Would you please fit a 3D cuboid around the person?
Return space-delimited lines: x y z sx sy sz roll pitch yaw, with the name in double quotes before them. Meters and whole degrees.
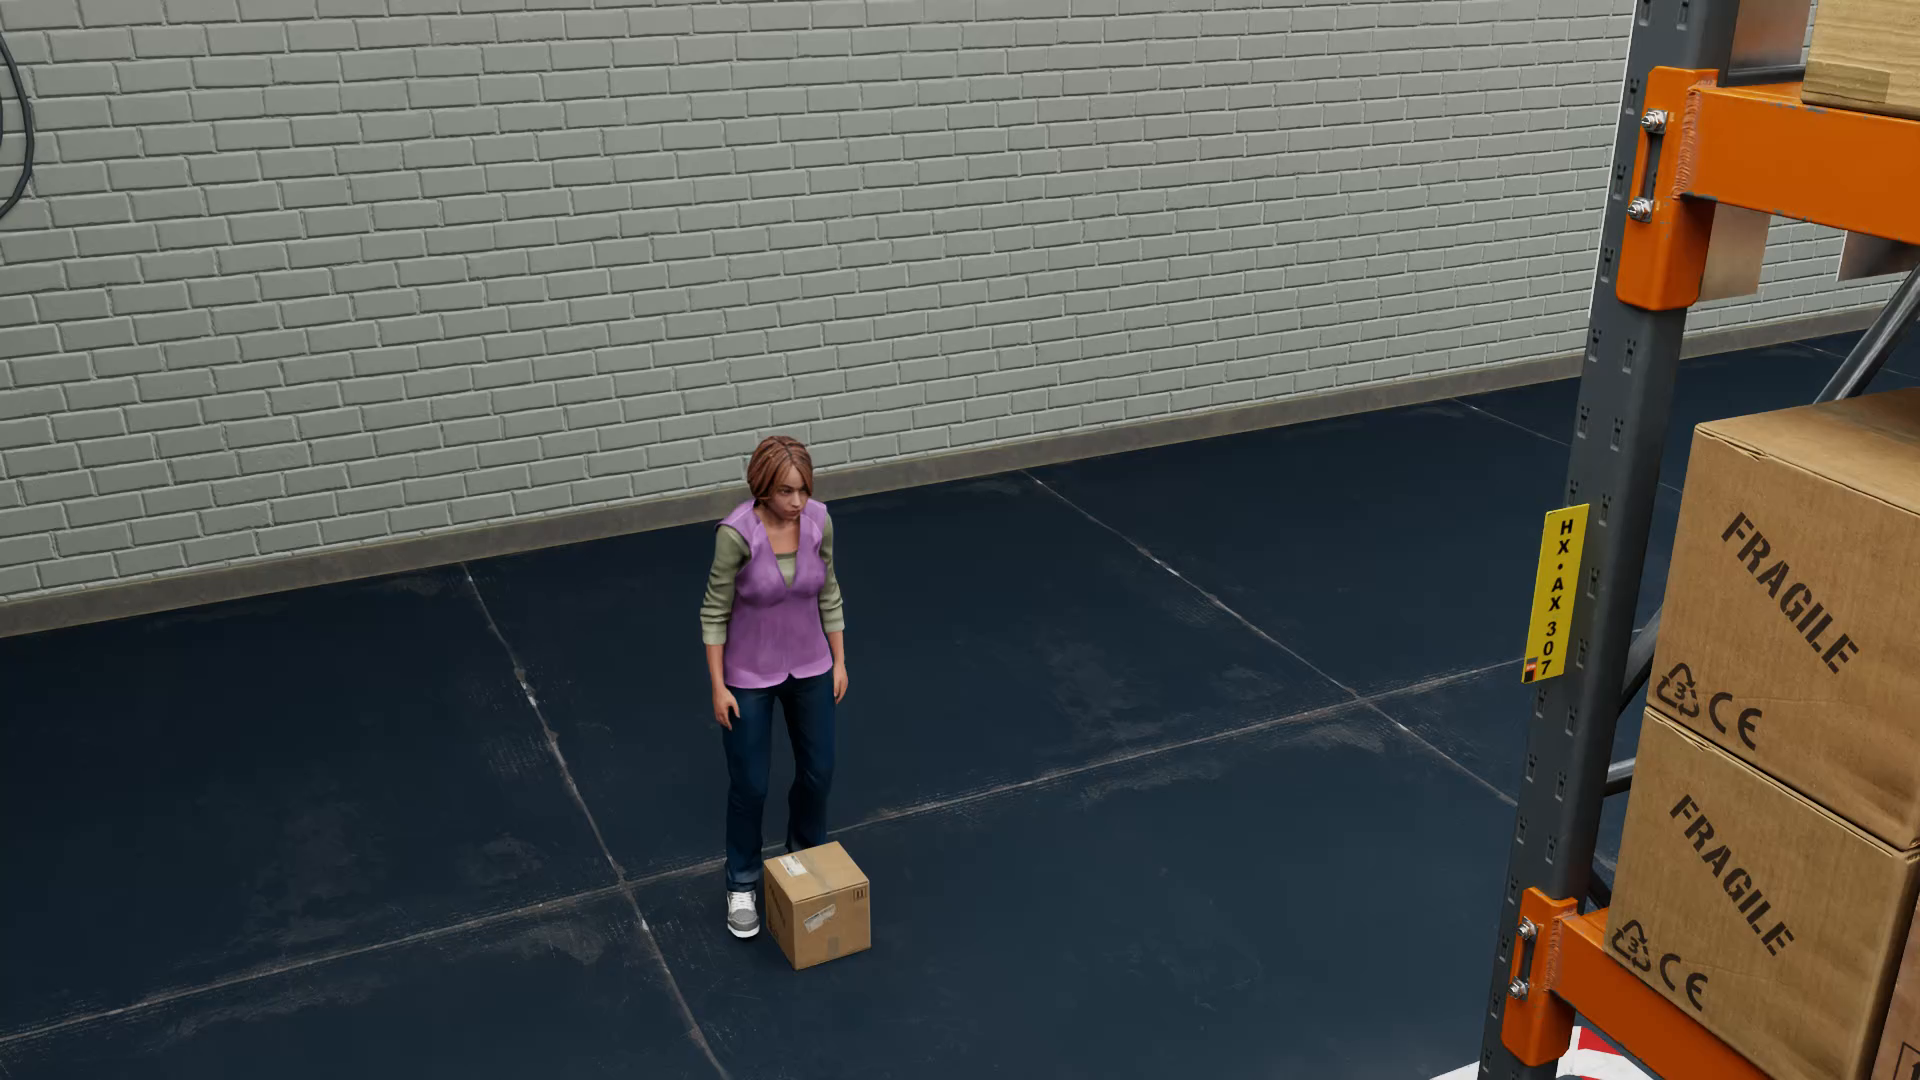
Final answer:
"person" -0.555 0.427 5.076 0.467 1.592 0.346 -11 25 -26
